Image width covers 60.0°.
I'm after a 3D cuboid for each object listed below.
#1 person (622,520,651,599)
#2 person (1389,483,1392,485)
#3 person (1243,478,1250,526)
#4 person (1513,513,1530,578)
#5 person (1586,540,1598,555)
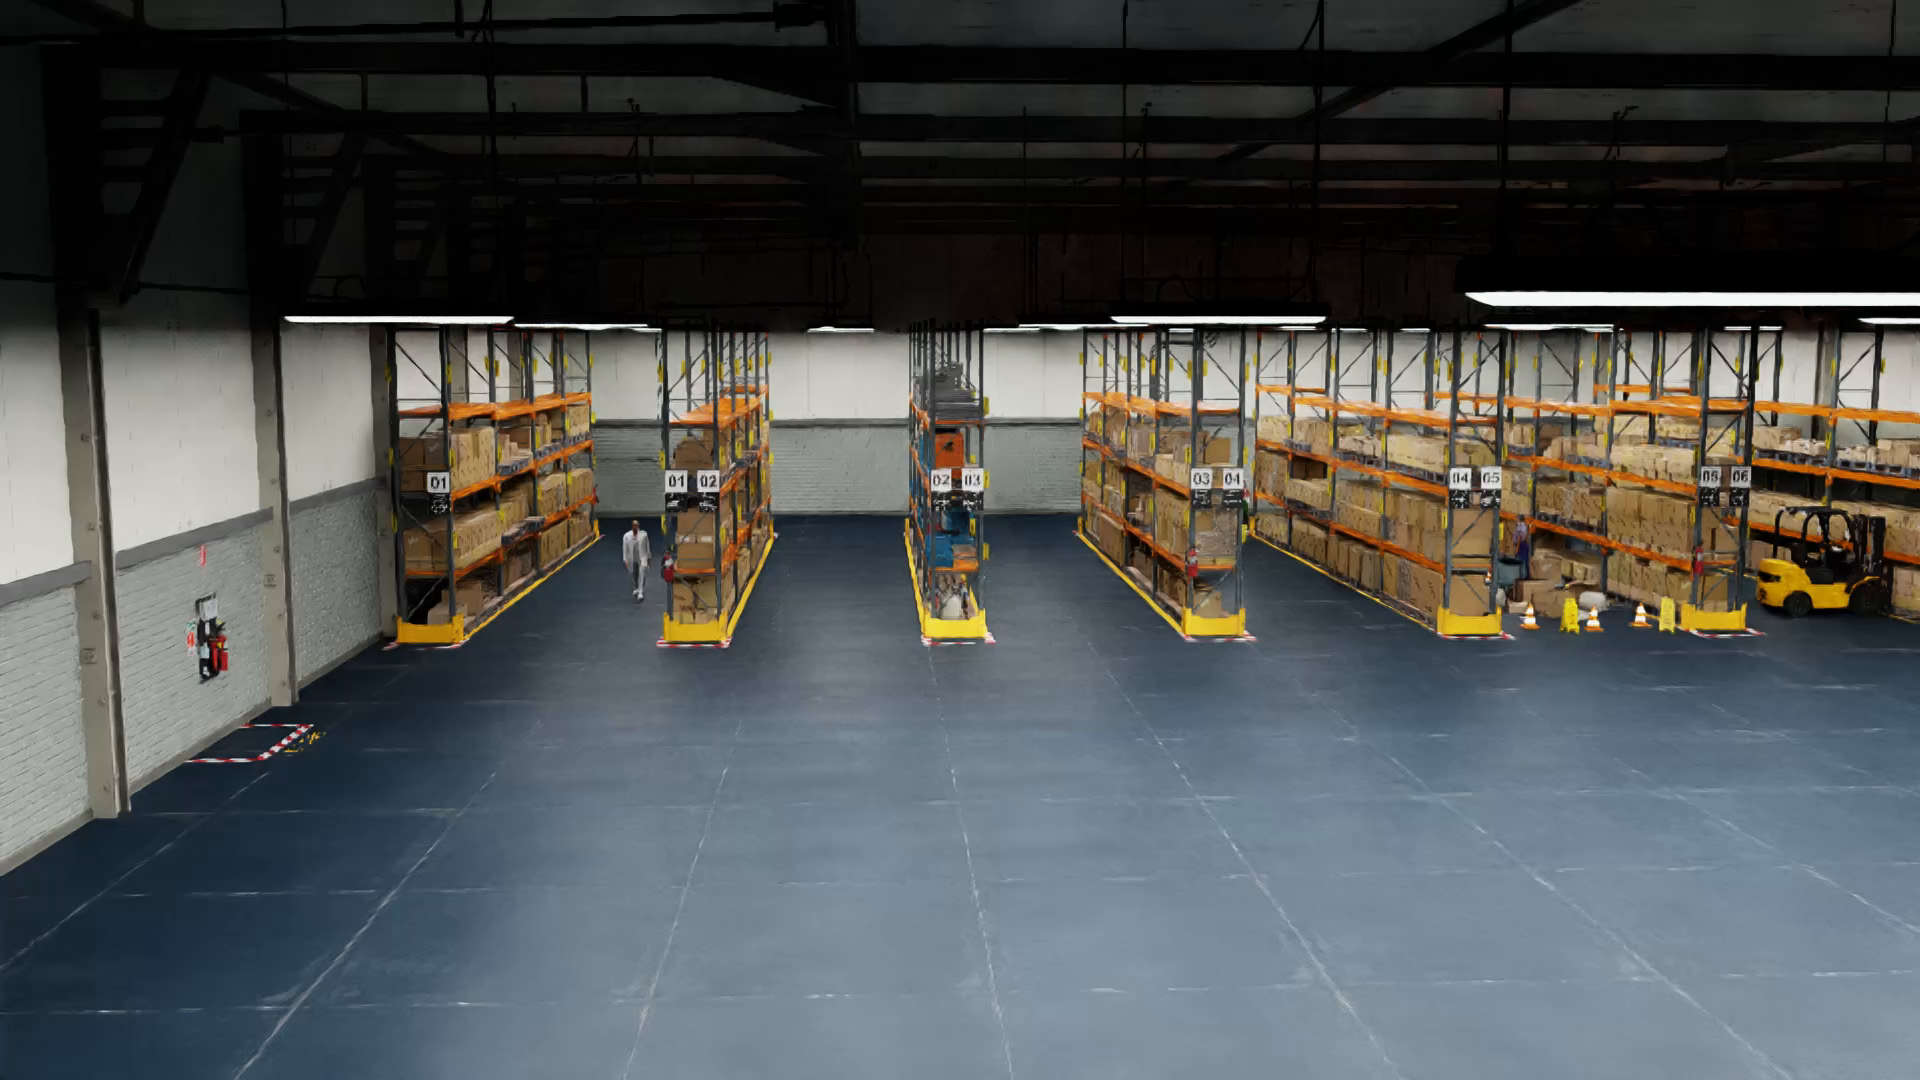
[{"bbox_3d":[-7.042,0.399,36.169,0.598,1.698,1.194,0,7,-1],"label":"person"},{"bbox_3d":[11.436,-0.684,44.754,0.597,1.746,0.668,3,8,21],"label":"person"},{"bbox_3d":[8.332,-1.229,49.204,0.582,1.775,0.566,4,8,31],"label":"person"},{"bbox_3d":[12.810,0.196,38.096,0.567,1.641,0.612,3,8,23],"label":"person"},{"bbox_3d":[15.927,-0.303,42.061,0.455,1.664,0.525,4,8,27],"label":"person"}]
